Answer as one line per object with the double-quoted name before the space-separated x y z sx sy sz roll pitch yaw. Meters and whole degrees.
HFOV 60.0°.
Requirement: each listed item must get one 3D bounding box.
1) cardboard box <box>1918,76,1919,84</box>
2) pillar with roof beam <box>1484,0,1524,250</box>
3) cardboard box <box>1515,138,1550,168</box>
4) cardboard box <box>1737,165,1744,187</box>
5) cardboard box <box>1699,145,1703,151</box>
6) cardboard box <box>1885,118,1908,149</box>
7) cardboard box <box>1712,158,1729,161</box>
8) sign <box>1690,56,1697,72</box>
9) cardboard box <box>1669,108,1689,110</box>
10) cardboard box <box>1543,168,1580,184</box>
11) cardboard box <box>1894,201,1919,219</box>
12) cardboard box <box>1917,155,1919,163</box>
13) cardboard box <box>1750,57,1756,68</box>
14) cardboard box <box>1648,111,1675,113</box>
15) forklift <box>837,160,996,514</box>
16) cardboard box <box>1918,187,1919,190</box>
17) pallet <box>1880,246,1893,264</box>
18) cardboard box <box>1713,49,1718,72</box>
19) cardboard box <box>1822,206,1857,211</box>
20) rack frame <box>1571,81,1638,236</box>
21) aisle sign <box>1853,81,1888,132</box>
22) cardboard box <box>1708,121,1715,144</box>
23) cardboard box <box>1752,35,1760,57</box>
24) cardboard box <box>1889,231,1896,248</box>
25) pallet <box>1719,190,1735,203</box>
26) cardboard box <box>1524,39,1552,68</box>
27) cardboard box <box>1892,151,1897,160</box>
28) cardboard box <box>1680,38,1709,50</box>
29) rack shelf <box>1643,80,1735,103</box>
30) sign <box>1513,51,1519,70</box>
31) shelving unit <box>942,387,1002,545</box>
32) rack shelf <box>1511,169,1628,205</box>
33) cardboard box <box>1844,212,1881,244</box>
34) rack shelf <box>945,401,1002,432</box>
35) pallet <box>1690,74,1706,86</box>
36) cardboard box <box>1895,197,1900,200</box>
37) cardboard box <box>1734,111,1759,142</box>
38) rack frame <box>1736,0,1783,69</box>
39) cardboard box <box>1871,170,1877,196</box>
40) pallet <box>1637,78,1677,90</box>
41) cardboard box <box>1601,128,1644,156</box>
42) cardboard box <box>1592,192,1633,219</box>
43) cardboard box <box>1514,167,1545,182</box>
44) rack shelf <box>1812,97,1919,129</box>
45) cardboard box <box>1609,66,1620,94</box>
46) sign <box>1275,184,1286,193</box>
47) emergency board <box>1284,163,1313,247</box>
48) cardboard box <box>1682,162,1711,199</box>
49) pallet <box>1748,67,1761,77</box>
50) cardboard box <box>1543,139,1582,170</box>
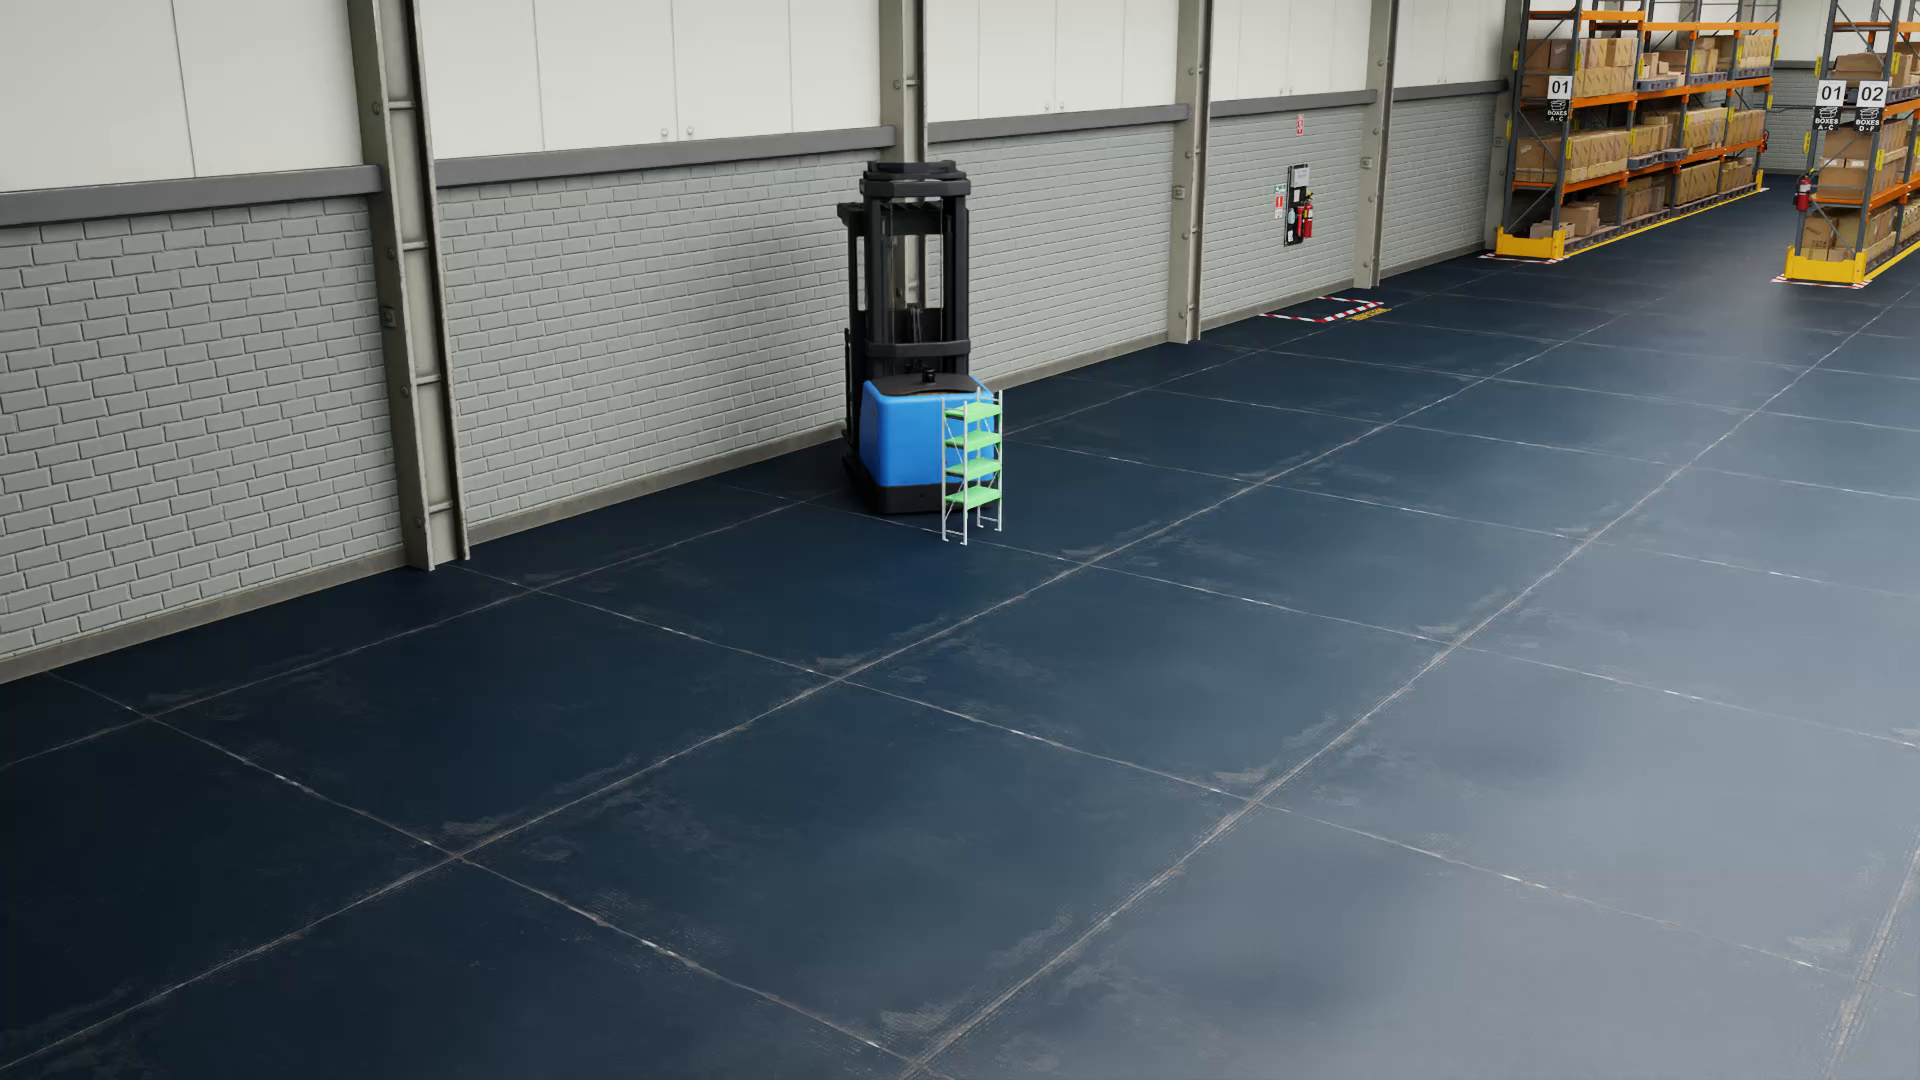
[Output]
"cardboard box" 17.497 -8.577 30.792 0.500 0.250 0.500 10 20 29
"pillar with roof beam" 13.613 -9.085 27.825 9.100 9.000 0.400 12 21 35
"cardboard box" 10.543 -7.107 30.526 0.500 0.500 0.500 12 21 34
"cardboard box" 19.032 -9.055 41.351 0.700 0.500 0.500 12 21 33
"cardboard box" 16.649 -8.922 37.806 0.380 0.149 0.250 13 22 36
"cardboard box" 16.537 -7.300 29.836 0.700 0.500 0.500 13 21 35
"cardboard box" 18.942 -9.428 41.458 0.380 0.149 0.250 13 21 35
"sign" 15.634 -10.149 35.439 0.100 0.325 0.005 12 21 35
"cardboard box" 16.499 -9.767 38.169 0.500 0.250 0.500 12 21 33
"cardboard box" 10.979 -6.659 30.348 0.500 0.250 0.500 12 21 33
"cardboard box" 18.458 -6.434 32.387 0.500 0.311 0.500 12 21 34
"cardboard box" 18.928 -7.570 33.214 0.500 0.311 0.500 14 22 38
"cardboard box" 18.821 -11.488 39.999 0.500 0.250 0.500 12 21 33
"cardboard box" 15.573 -9.400 36.988 0.500 0.250 0.500 12 21 33
"forklift" -0.511 -2.021 15.309 1.130 2.935 3.031 -4 18 -12
"cardboard box" 20.185 -7.589 35.333 0.500 0.250 0.500 12 21 34
"pallet" 16.289 -5.225 30.214 1.003 0.211 1.213 12 21 35
"cardboard box" 16.970 -11.019 38.201 0.700 0.500 0.500 11 20 32
"cardboard box" 15.673 -5.691 29.677 0.500 0.500 0.500 12 21 35
"rack frame" 12.816 -7.614 33.203 1.000 3.000 0.127 12 21 35
"aisle sign" 14.620 -6.958 26.709 0.394 0.787 0.004 12 21 35
"cardboard box" 16.908 -9.322 38.002 0.500 0.500 0.500 12 21 35
"cardboard box" 18.824 -11.849 39.895 0.500 0.500 0.500 13 21 35
"cardboard box" 16.696 -5.477 30.252 0.500 0.250 0.500 12 21 35
"pallet" 18.099 -8.355 40.291 1.003 0.211 1.213 12 21 35
"cardboard box" 10.480 -8.777 30.003 0.500 0.500 0.500 14 22 37
"cardboard box" 16.199 -6.752 29.166 0.380 0.149 0.250 12 21 34
"cardboard box" 16.636 -11.247 37.670 0.500 0.250 0.500 12 21 33
"rack shelf" 16.391 -10.132 37.467 1.077 0.370 4.000 12 21 35
"sign" 9.999 -8.619 29.890 0.100 0.325 0.005 12 21 35
"shelving unit" 0.099 -0.612 13.693 0.258 1.200 0.503 12 21 35
"rack shelf" 11.625 -6.794 31.776 1.077 0.370 4.000 12 21 35
"cardboard box" 15.496 -5.361 28.613 0.500 0.500 0.500 12 21 35
"rack shelf" 0.099 -1.010 13.569 0.258 0.148 0.480 12 21 35
"pallet" 15.541 -10.071 36.378 1.213 0.211 1.003 14 22 37
"cardboard box" 18.632 -6.774 33.483 0.500 0.311 0.500 13 22 37
"cardboard box" 19.246 -10.316 41.401 0.980 0.700 0.700 12 21 34
"rack frame" 19.966 -13.337 41.517 1.000 3.000 0.127 12 21 35
"cardboard box" 15.011 -6.069 28.060 0.700 0.500 0.500 13 22 36
"pallet" 13.885 -9.332 33.996 1.213 0.211 1.003 12 21 35
"cardboard box" 13.486 -8.118 33.918 0.700 0.500 0.500 15 23 40
"cardboard box" 13.509 -6.940 34.507 0.700 0.500 0.500 12 21 34
"cardboard box" 10.556 -6.744 30.623 0.500 0.250 0.500 13 21 35
"rack shelf" 15.605 -7.352 28.515 1.077 0.370 4.000 12 21 35
"cardboard box" 12.103 -8.682 31.385 0.500 0.500 0.500 11 21 33
"sign" 4.675 -5.126 24.238 0.001 0.109 0.331 12 21 35
"emergency board" 5.077 -4.969 24.689 0.194 1.169 0.643 12 21 35
"cardboard box" 16.773 -8.303 38.339 0.750 0.750 0.750 13 22 36
"pallet" 18.806 -11.391 40.460 1.003 0.211 1.213 12 21 35
"cardboard box" 10.959 -7.017 30.238 0.500 0.500 0.500 12 21 35
